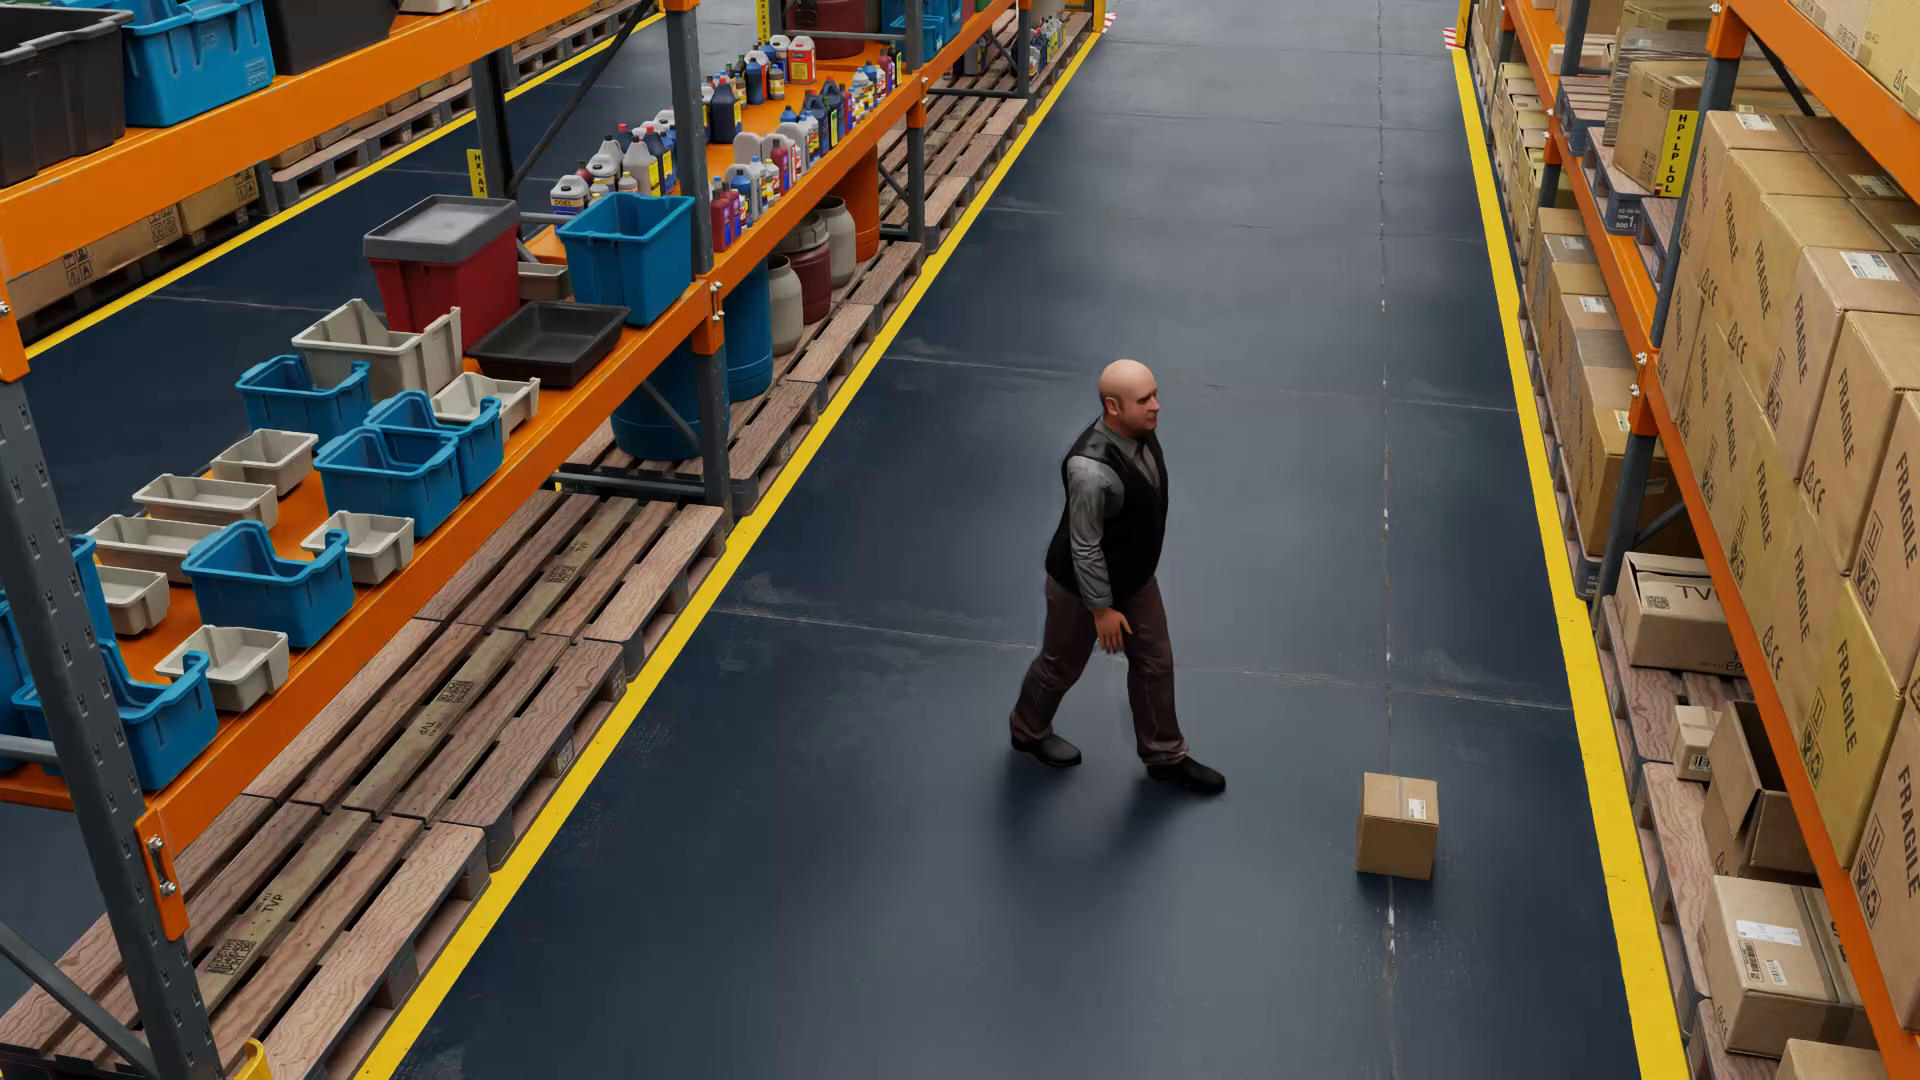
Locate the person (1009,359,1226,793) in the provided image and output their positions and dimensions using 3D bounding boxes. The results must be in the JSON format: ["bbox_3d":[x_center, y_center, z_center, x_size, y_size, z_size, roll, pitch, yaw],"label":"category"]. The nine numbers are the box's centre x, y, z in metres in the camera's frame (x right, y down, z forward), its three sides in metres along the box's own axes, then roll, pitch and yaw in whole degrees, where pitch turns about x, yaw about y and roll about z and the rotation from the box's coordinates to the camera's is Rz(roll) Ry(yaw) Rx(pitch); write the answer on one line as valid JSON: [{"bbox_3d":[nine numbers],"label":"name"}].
[{"bbox_3d":[0.534,0.154,5.859,0.827,1.702,0.559,18,33,29],"label":"person"}]
